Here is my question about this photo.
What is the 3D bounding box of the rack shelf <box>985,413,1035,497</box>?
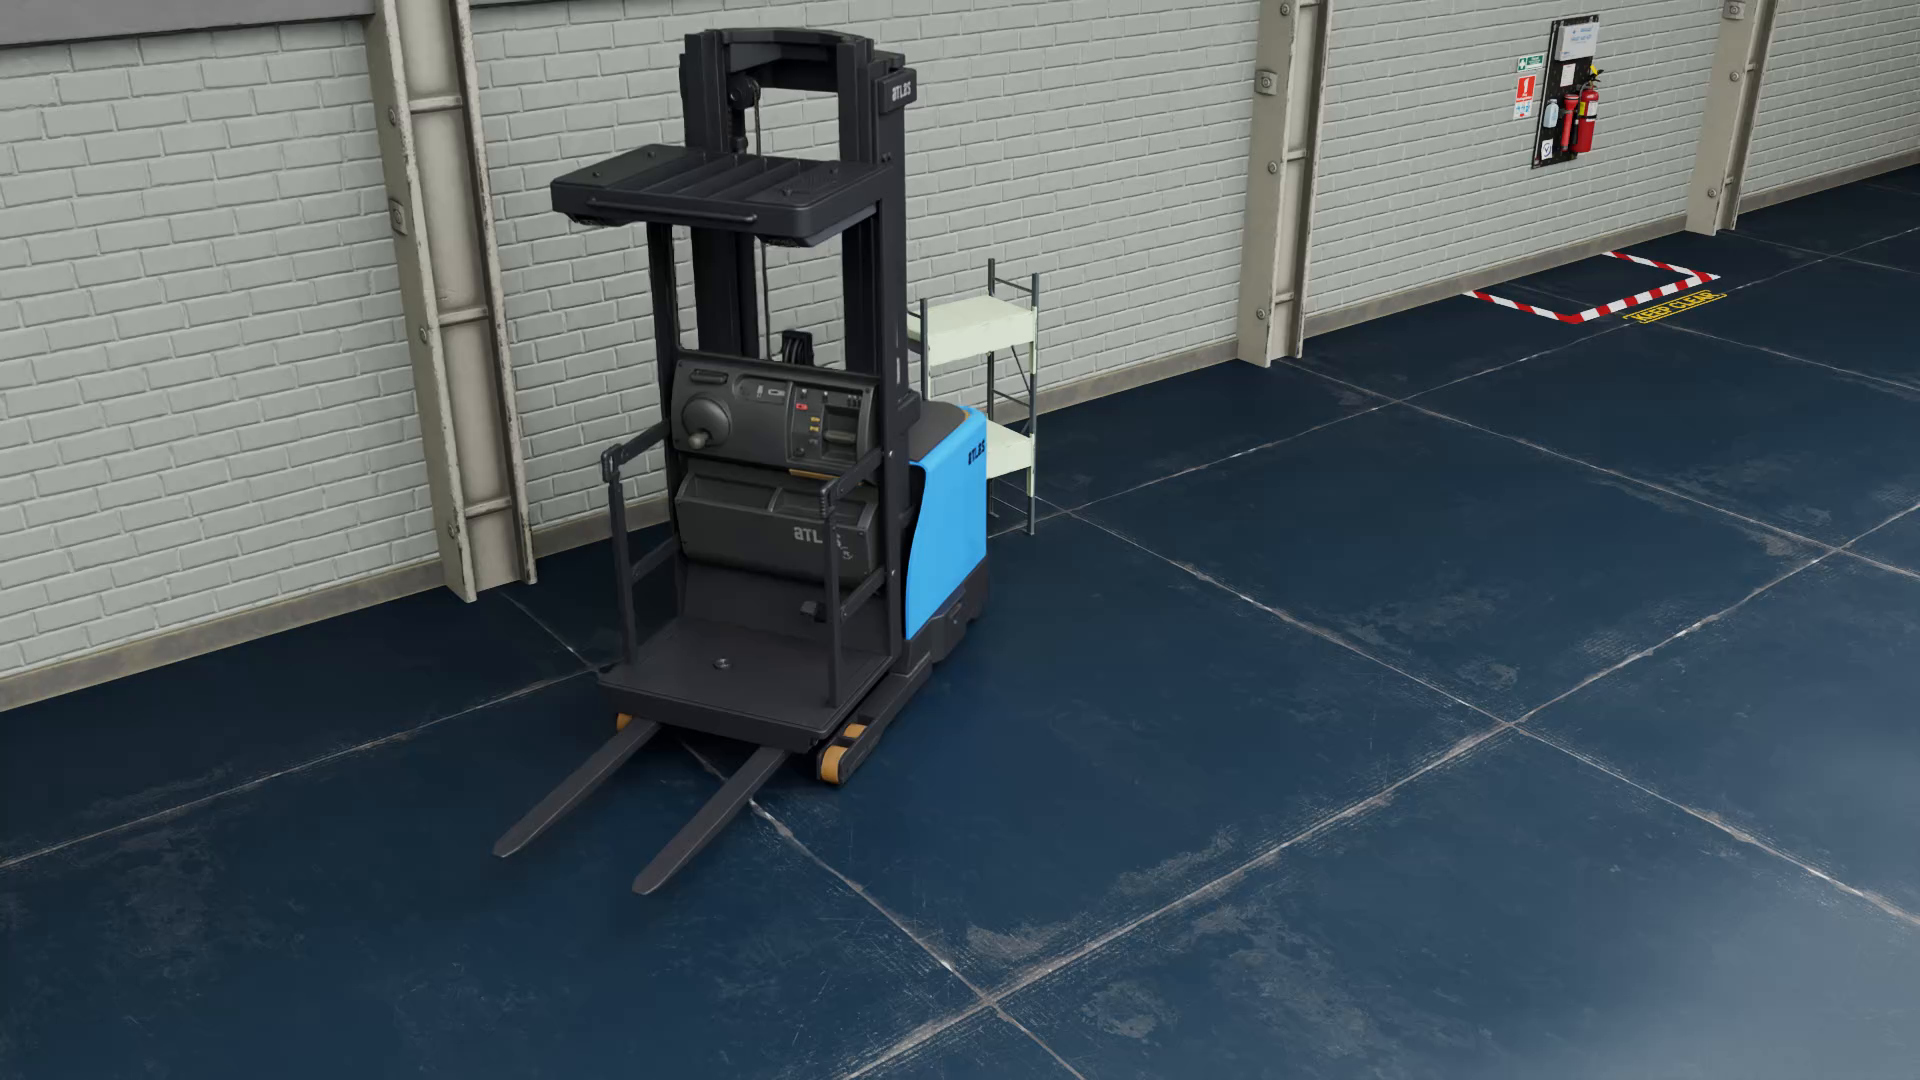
[{"bbox_3d":[-0.005,-0.383,9.068,0.720,0.370,0.431,-18,31,-34],"label":"rack shelf"}]

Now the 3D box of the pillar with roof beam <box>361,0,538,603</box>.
[{"bbox_3d":[0.181,-2.433,3.804,0.400,9.000,9.100,-18,31,-34],"label":"pillar with roof beam"}]

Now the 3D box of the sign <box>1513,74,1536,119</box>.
[{"bbox_3d":[4.501,-3.533,13.257,0.234,0.329,0.001,-18,31,-34],"label":"sign"}]

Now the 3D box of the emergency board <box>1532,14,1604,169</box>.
[{"bbox_3d":[5.000,-3.626,13.500,0.643,1.169,0.194,-18,31,-34],"label":"emergency board"}]

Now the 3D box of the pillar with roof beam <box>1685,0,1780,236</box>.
[{"bbox_3d":[9.624,-5.551,10.520,0.400,9.000,9.100,-18,31,-34],"label":"pillar with roof beam"}]

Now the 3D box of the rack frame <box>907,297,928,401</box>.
[{"bbox_3d":[-0.293,-0.583,8.726,0.023,1.500,0.400,-18,31,-34],"label":"rack frame"}]

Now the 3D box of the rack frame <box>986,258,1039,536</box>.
[{"bbox_3d":[0.283,-0.774,9.135,0.023,1.500,0.400,-18,31,-34],"label":"rack frame"}]

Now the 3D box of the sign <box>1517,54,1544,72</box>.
[{"bbox_3d":[4.510,-3.772,13.142,0.331,0.109,0.001,-18,31,-34],"label":"sign"}]

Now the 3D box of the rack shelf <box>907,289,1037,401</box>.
[{"bbox_3d":[-0.005,-1.033,8.766,0.720,0.370,0.431,-18,31,-34],"label":"rack shelf"}]

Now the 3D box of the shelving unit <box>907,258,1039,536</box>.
[{"bbox_3d":[-0.005,-0.679,8.931,0.755,1.500,0.431,-18,31,-34],"label":"shelving unit"}]

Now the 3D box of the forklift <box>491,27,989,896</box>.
[{"bbox_3d":[-0.875,-0.496,6.837,1.130,2.935,3.031,10,27,20],"label":"forklift"}]

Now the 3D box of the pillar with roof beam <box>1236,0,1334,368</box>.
[{"bbox_3d":[4.903,-3.992,7.162,0.400,9.000,9.100,-18,31,-34],"label":"pillar with roof beam"}]

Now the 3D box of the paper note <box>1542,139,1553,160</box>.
[{"bbox_3d":[4.818,-3.204,13.636,0.142,0.148,0.016,-18,31,-34],"label":"paper note"}]
